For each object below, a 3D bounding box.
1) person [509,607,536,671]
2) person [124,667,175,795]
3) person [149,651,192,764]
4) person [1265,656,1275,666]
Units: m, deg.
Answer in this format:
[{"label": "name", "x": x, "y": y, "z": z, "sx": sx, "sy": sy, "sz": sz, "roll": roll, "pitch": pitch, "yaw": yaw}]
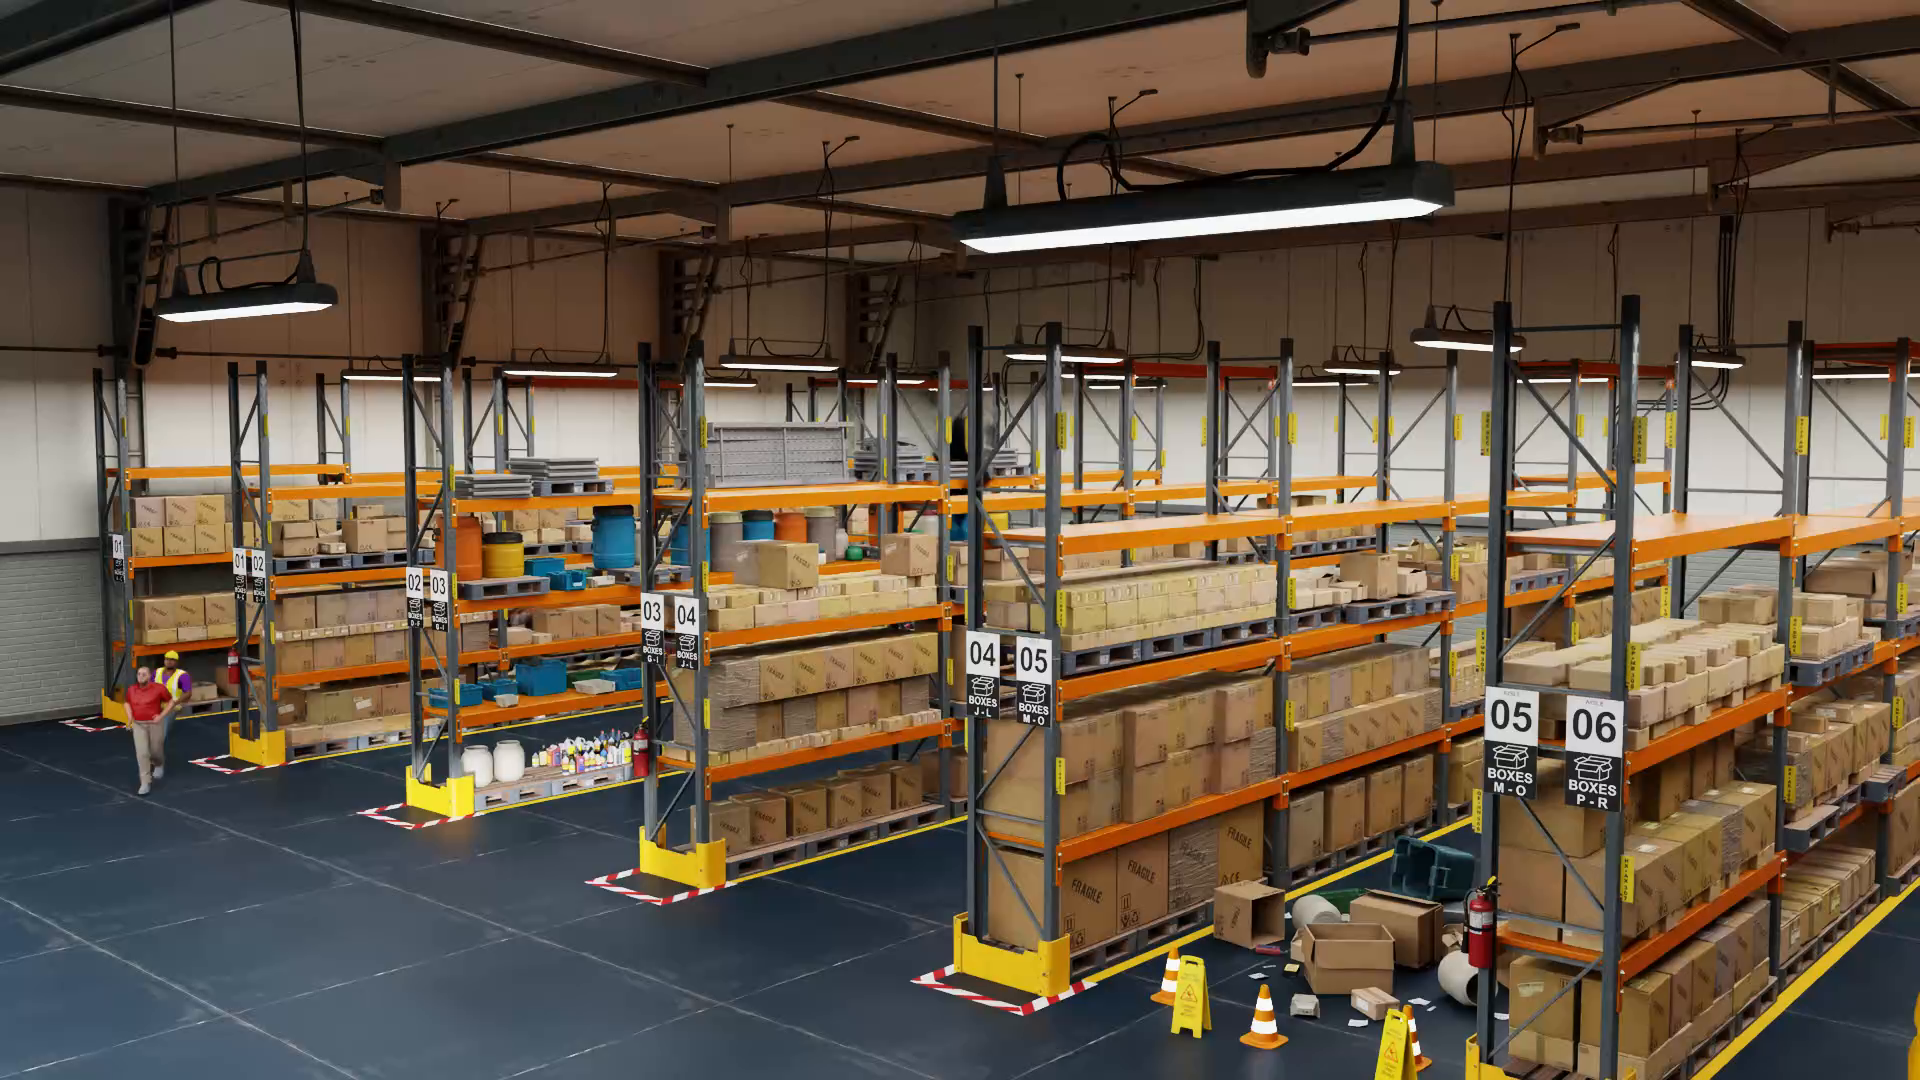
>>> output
[{"label": "person", "x": -8.255, "y": 1.992, "z": 31.318, "sx": 0.710, "sy": 1.750, "sz": 0.888, "roll": 2, "pitch": 5, "yaw": 28}, {"label": "person", "x": -11.249, "y": 2.601, "z": 23.081, "sx": 0.659, "sy": 1.724, "sz": 0.840, "roll": -1, "pitch": 4, "yaw": -13}, {"label": "person", "x": -11.794, "y": 2.496, "z": 24.671, "sx": 0.737, "sy": 1.697, "sz": 0.607, "roll": -1, "pitch": 4, "yaw": -9}, {"label": "person", "x": 4.586, "y": 2.525, "z": 24.610, "sx": 0.559, "sy": 1.629, "sz": 0.583, "roll": 3, "pitch": 5, "yaw": 37}]
